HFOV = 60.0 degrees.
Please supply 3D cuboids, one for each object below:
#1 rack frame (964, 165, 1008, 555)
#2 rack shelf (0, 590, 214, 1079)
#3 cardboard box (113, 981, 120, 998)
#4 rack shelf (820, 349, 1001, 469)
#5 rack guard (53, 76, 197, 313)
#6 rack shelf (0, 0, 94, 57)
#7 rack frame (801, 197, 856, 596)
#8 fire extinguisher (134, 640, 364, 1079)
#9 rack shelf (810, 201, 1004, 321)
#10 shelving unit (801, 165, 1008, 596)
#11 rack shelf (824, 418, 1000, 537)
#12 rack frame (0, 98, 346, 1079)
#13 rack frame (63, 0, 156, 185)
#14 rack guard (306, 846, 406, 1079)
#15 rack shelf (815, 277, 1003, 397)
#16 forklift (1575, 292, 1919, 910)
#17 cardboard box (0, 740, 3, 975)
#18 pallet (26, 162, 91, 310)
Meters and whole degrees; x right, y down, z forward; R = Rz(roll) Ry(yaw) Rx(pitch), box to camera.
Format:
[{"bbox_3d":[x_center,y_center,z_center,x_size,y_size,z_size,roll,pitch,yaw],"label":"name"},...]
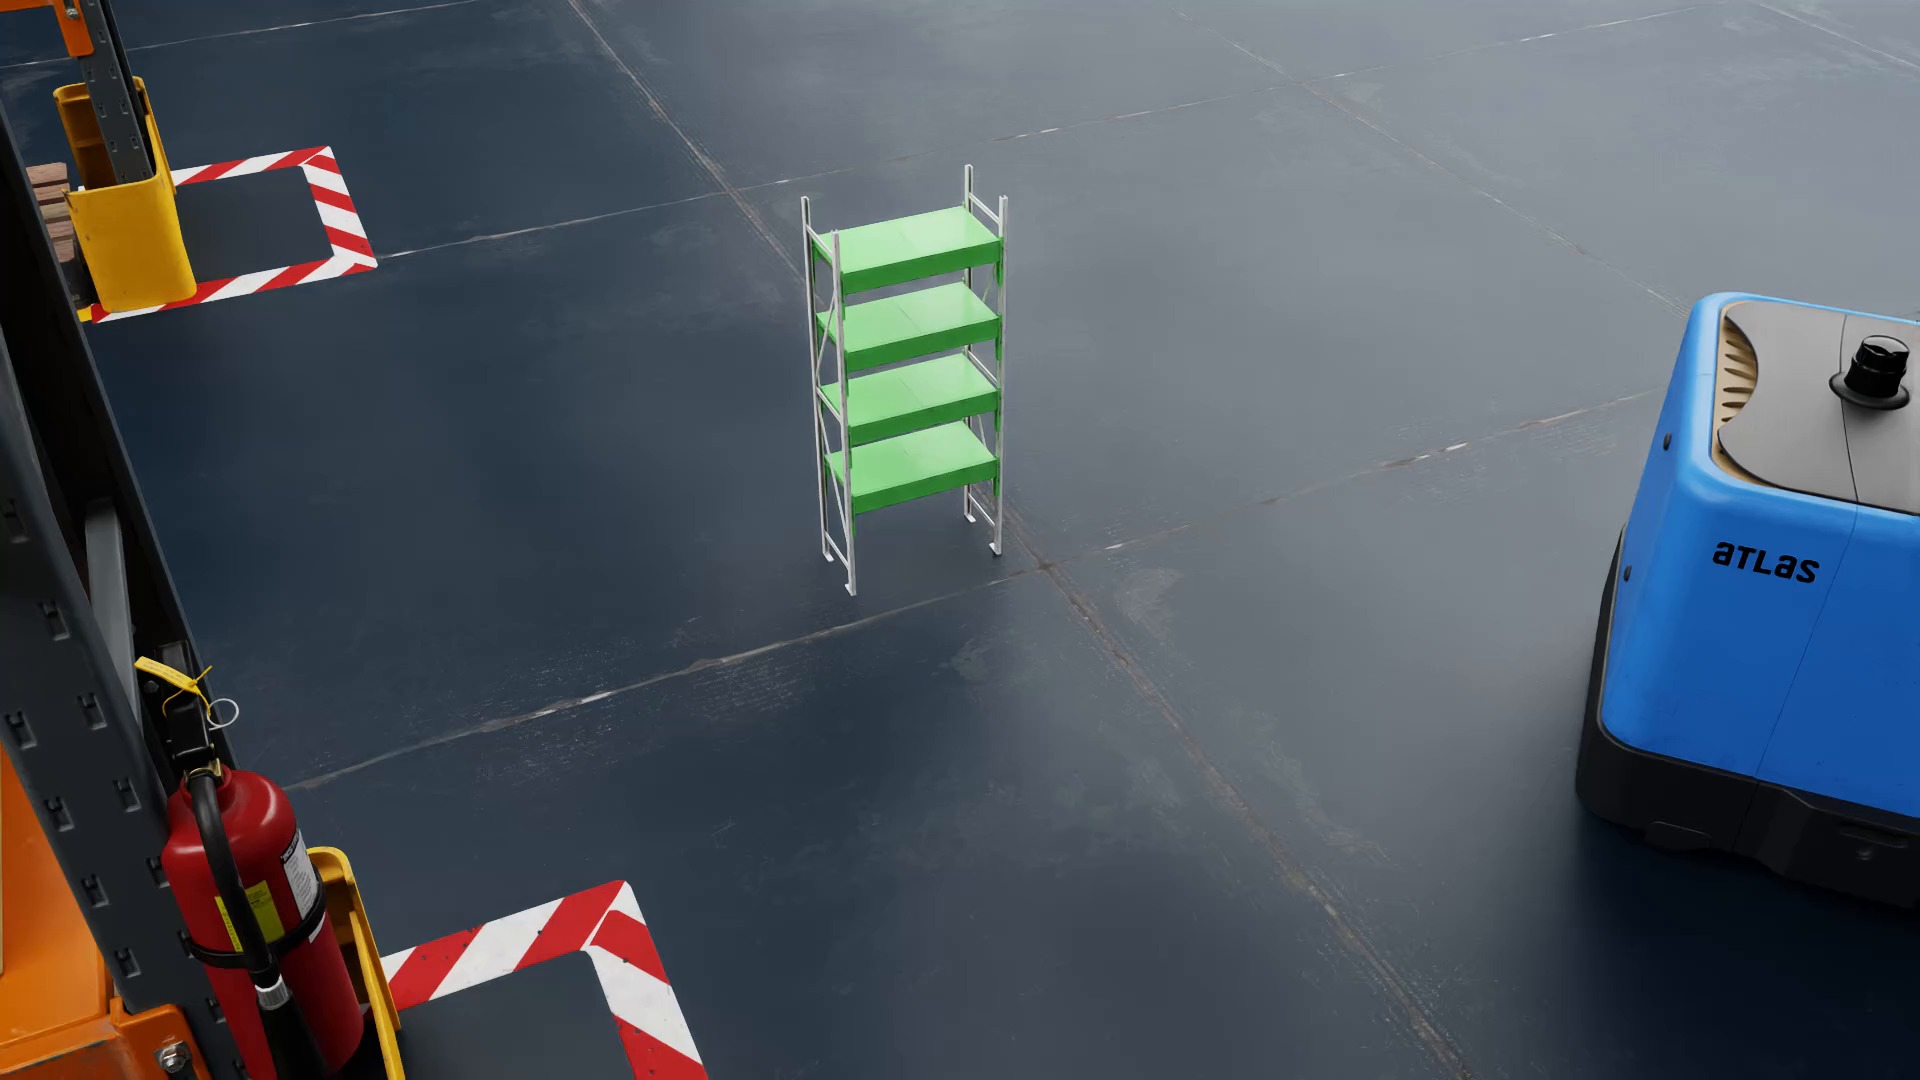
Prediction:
[{"bbox_3d":[0.071,-0.502,4.919,0.015,1.200,0.240,-16,39,-20],"label":"rack frame"},{"bbox_3d":[-3.057,0.995,1.994,4.000,0.370,1.077,-16,39,-20],"label":"rack shelf"},{"bbox_3d":[-1.827,1.151,3.135,0.500,0.250,0.500,-16,39,-20],"label":"cardboard box"},{"bbox_3d":[-0.150,-0.389,4.874,0.480,0.148,0.258,-16,39,-20],"label":"rack shelf"},{"bbox_3d":[-3.397,-1.424,6.750,0.348,0.500,1.175,-16,39,-20],"label":"rack guard"},{"bbox_3d":[-5.158,-1.677,5.597,4.000,0.370,1.077,-16,39,-20],"label":"rack shelf"},{"bbox_3d":[-0.371,-0.378,4.753,0.015,1.200,0.240,-16,39,-20],"label":"rack frame"},{"bbox_3d":[-0.942,0.452,2.188,0.183,0.674,0.296,-16,39,-20],"label":"fire extinguisher"},{"bbox_3d":[-0.150,-0.774,4.588,0.480,0.148,0.258,-16,39,-20],"label":"rack shelf"},{"bbox_3d":[-0.150,-0.440,4.836,0.503,1.200,0.258,-16,39,-20],"label":"shelving unit"},{"bbox_3d":[-0.150,-0.196,5.017,0.480,0.148,0.258,-16,39,-20],"label":"rack shelf"},{"bbox_3d":[-1.247,0.200,2.463,0.127,3.000,1.000,-16,39,-20],"label":"rack frame"},{"bbox_3d":[-3.348,-2.472,6.065,0.127,3.000,1.000,-16,39,-20],"label":"rack frame"},{"bbox_3d":[-1.225,1.198,3.216,0.348,0.500,1.175,-16,39,-20],"label":"rack guard"},{"bbox_3d":[-0.150,-0.581,4.731,0.480,0.148,0.258,-16,39,-20],"label":"rack shelf"},{"bbox_3d":[3.146,-0.388,3.313,3.031,2.935,1.130,13,39,17],"label":"forklift"},{"bbox_3d":[-1.675,0.271,2.283,0.500,0.500,0.700,-16,39,-20],"label":"cardboard box"},{"bbox_3d":[-4.134,-1.105,6.563,1.213,0.211,1.003,-16,39,-20],"label":"pallet"}]
